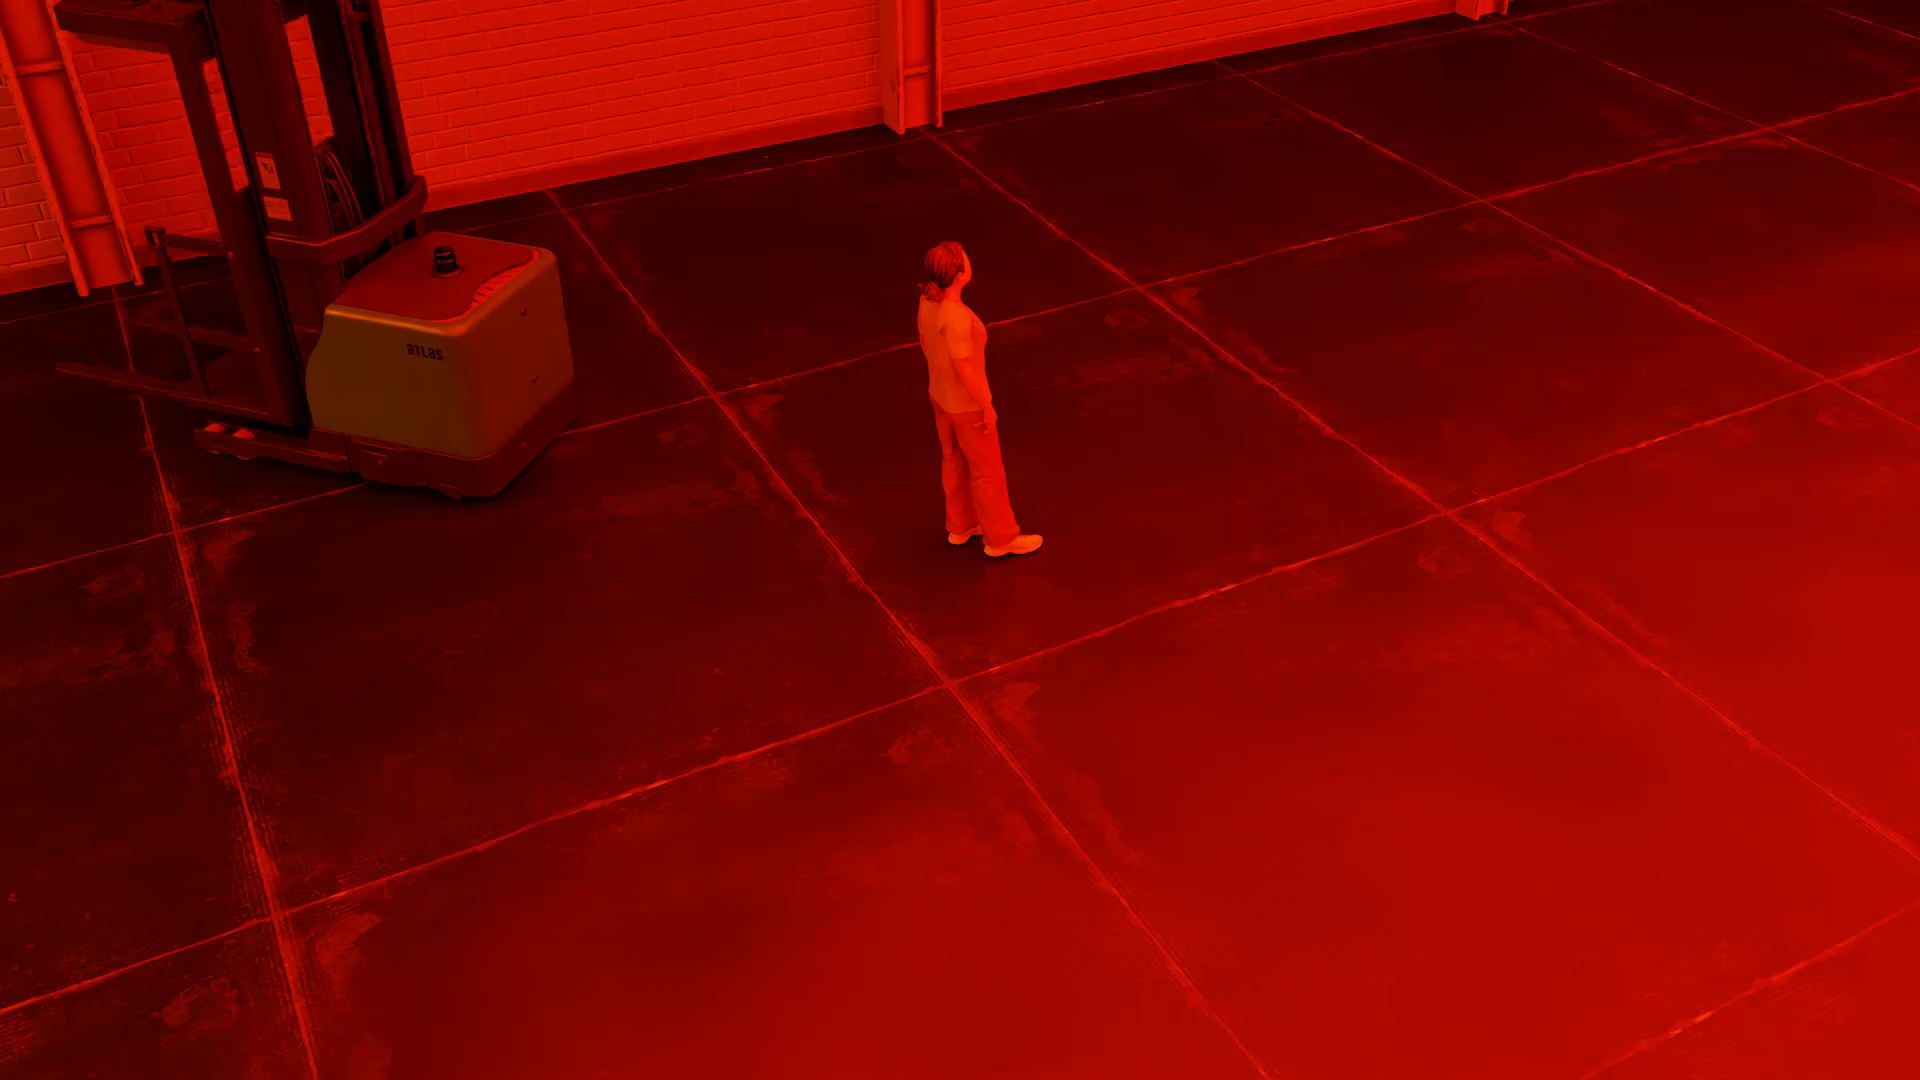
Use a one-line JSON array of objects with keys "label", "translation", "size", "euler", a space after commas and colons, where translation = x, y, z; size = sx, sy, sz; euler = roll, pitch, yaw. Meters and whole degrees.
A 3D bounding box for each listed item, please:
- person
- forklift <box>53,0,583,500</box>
[{"label": "person", "translation": [0.070, -0.704, 8.195], "size": [0.549, 1.675, 0.555], "euler": [-17, 39, -23]}, {"label": "forklift", "translation": [-3.750, -1.920, 8.839], "size": [3.031, 2.935, 1.130], "euler": [11, 37, 16]}]
